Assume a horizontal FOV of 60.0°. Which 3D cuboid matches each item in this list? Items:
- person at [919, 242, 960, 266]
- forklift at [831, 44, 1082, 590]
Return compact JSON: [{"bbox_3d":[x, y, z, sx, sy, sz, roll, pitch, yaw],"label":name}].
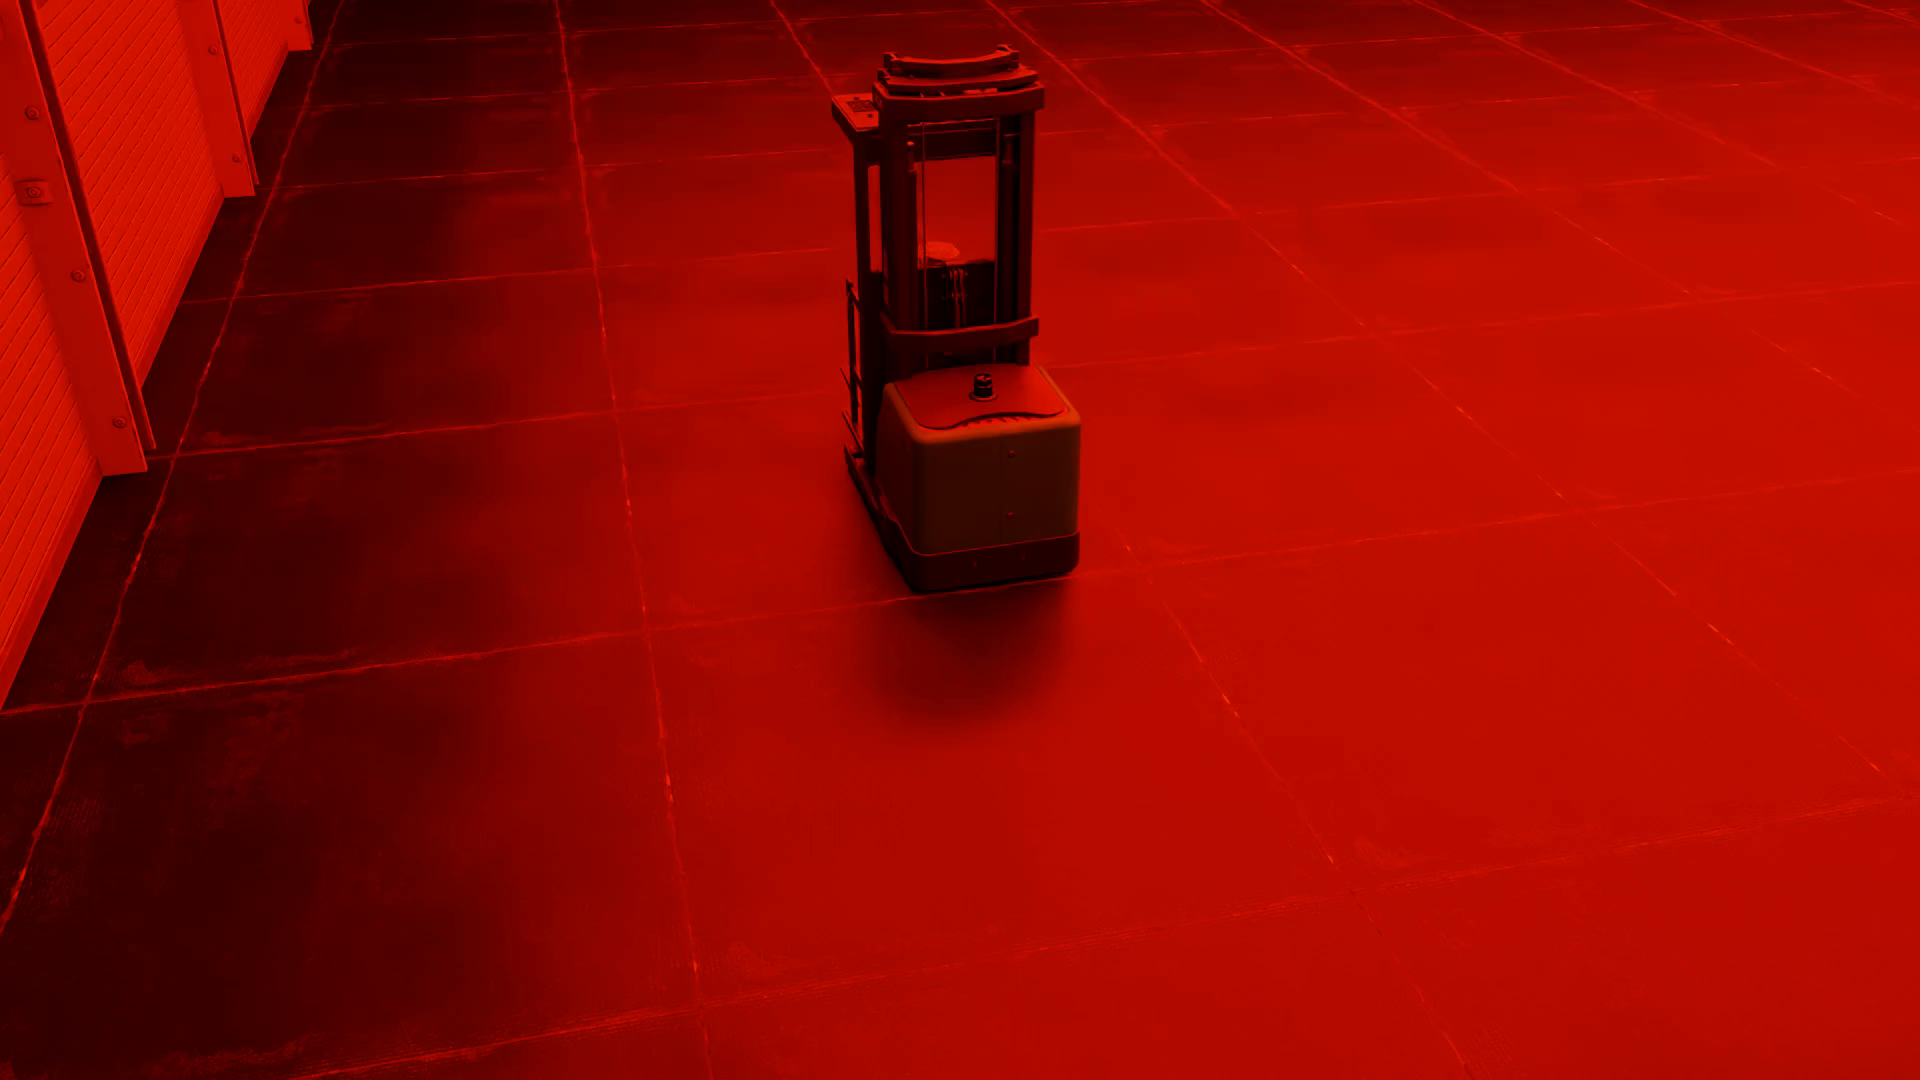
[{"bbox_3d":[-0.079,-1.350,11.145,0.708,1.405,0.883,17,34,26],"label":"person"},{"bbox_3d":[-0.160,-1.697,10.505,1.130,2.935,3.031,-8,31,-13],"label":"forklift"}]
